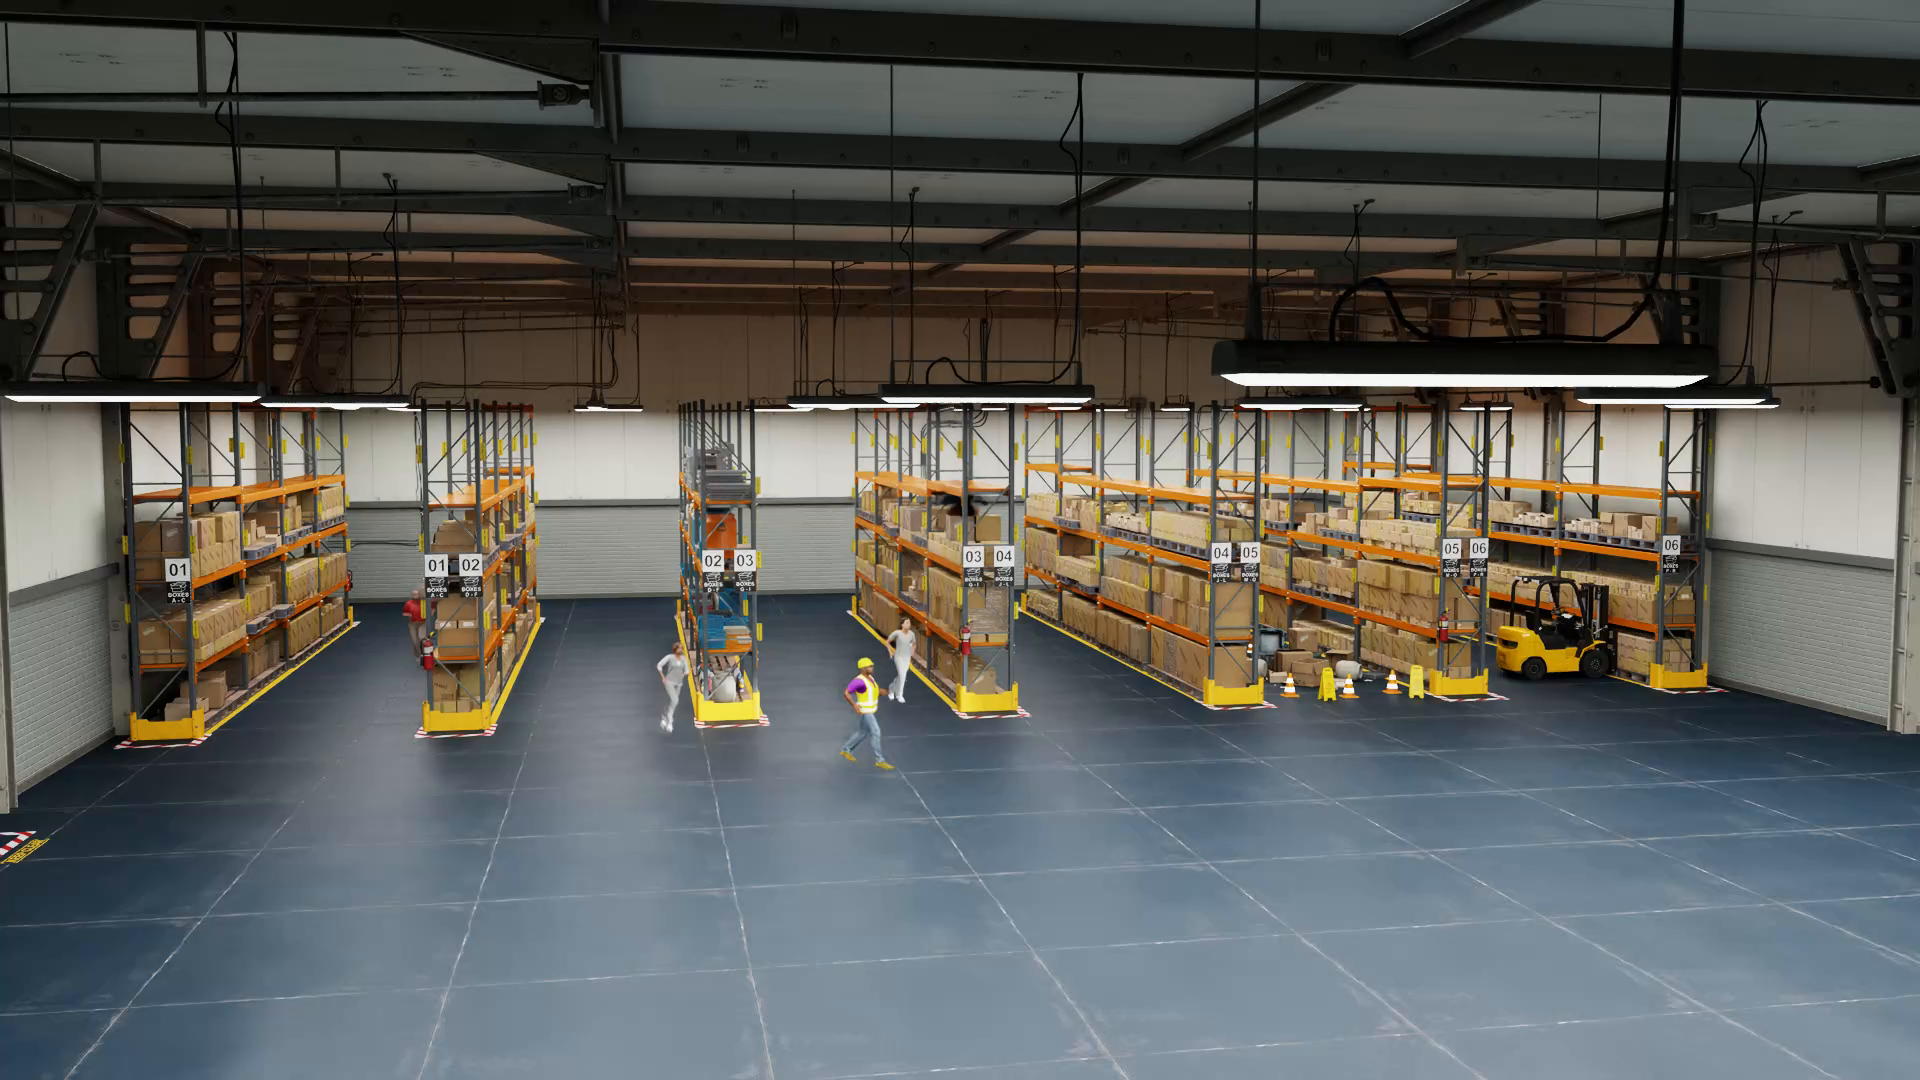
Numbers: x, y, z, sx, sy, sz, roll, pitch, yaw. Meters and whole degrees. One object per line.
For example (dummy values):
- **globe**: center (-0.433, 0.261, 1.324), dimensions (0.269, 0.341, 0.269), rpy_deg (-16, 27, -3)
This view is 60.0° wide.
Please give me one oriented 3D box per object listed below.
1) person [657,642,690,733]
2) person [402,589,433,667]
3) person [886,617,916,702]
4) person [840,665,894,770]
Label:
- **person**: center (-5.204, 2.669, 30.236), dimensions (0.526, 1.599, 0.641), rpy_deg (-4, 6, -42)
- **person**: center (-12.364, 2.021, 37.898), dimensions (0.640, 1.800, 0.795), rpy_deg (-1, 4, -10)
- **person**: center (-1.106, 2.285, 31.970), dimensions (0.600, 1.624, 0.770), rpy_deg (-2, 5, -29)
- **person**: center (-1.506, 2.808, 26.850), dimensions (0.944, 1.741, 0.693), rpy_deg (1, 4, 12)
